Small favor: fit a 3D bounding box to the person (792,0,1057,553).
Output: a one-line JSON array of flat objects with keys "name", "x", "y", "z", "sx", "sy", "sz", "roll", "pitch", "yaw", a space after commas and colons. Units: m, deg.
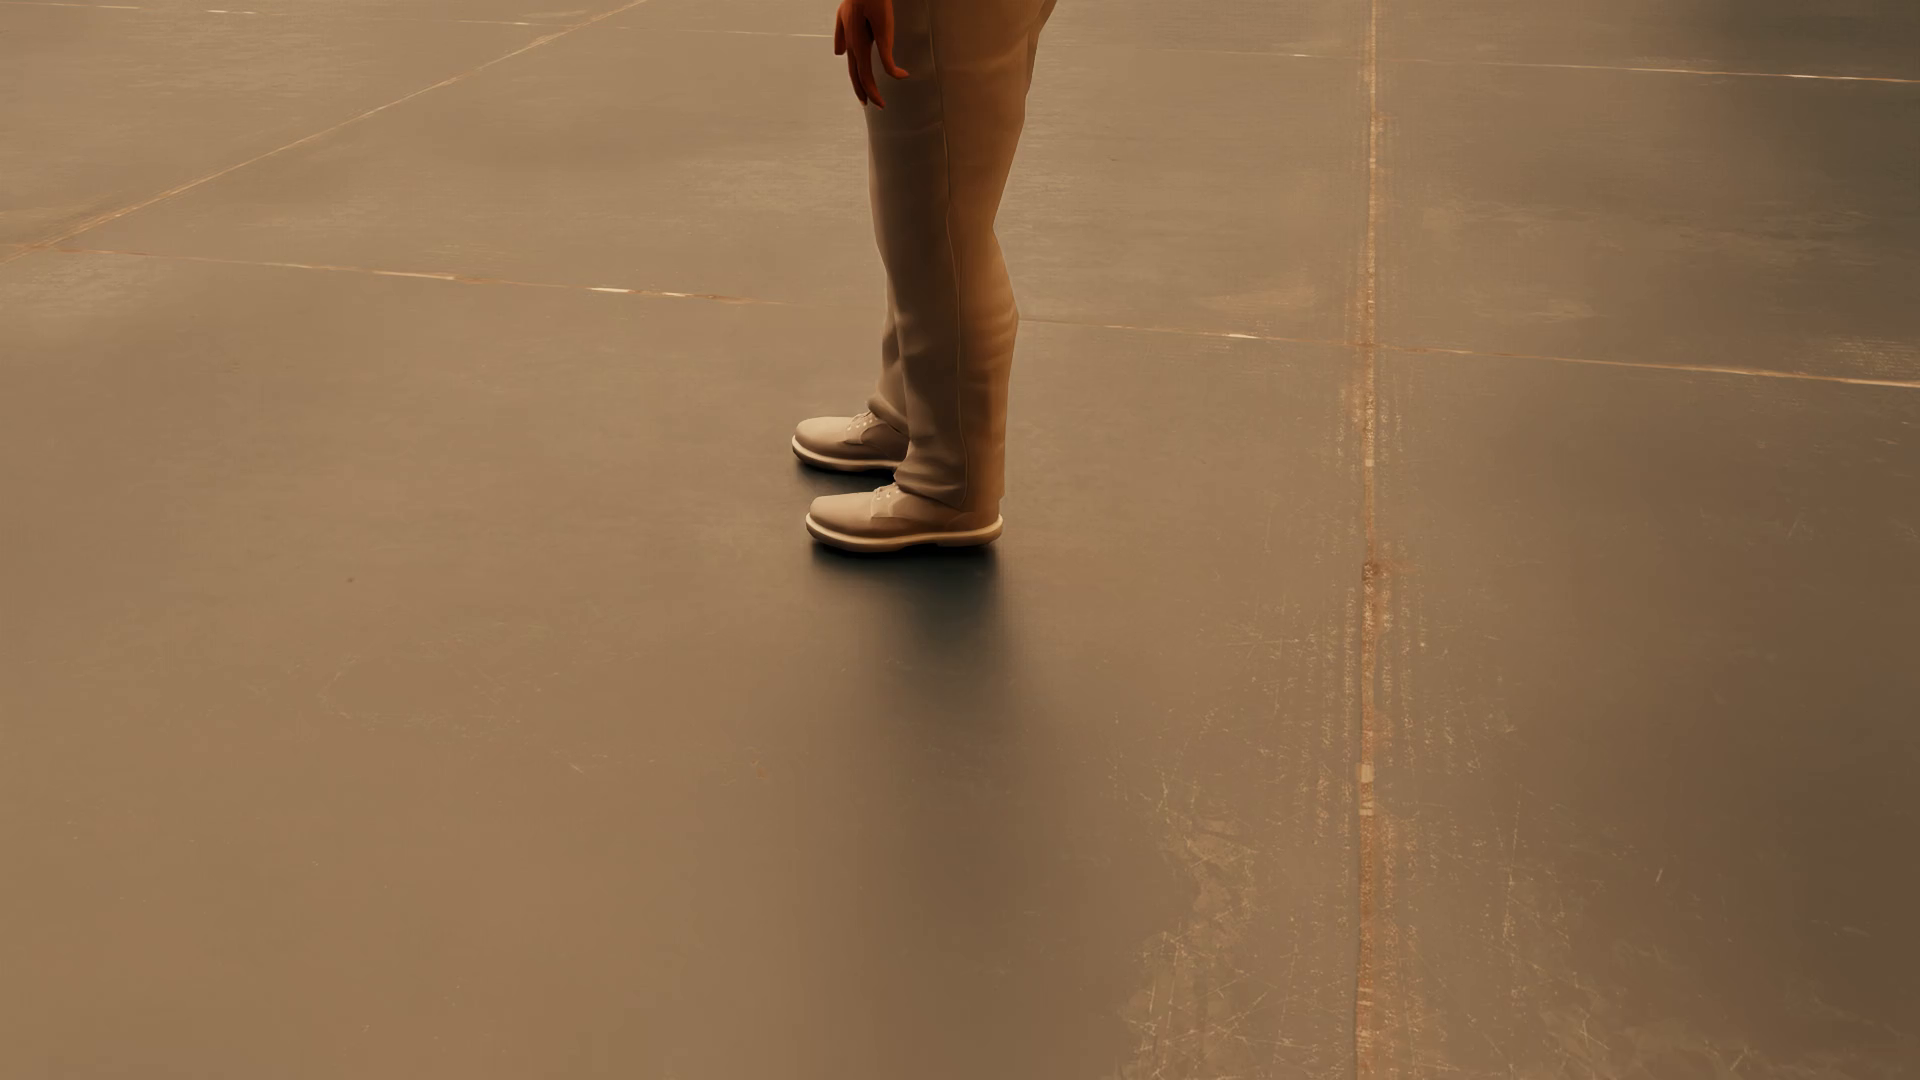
[{"name": "person", "x": -0.068, "y": -0.779, "z": 2.147, "sx": 0.530, "sy": 1.695, "sz": 0.569, "roll": 6, "pitch": 27, "yaw": 11}]
